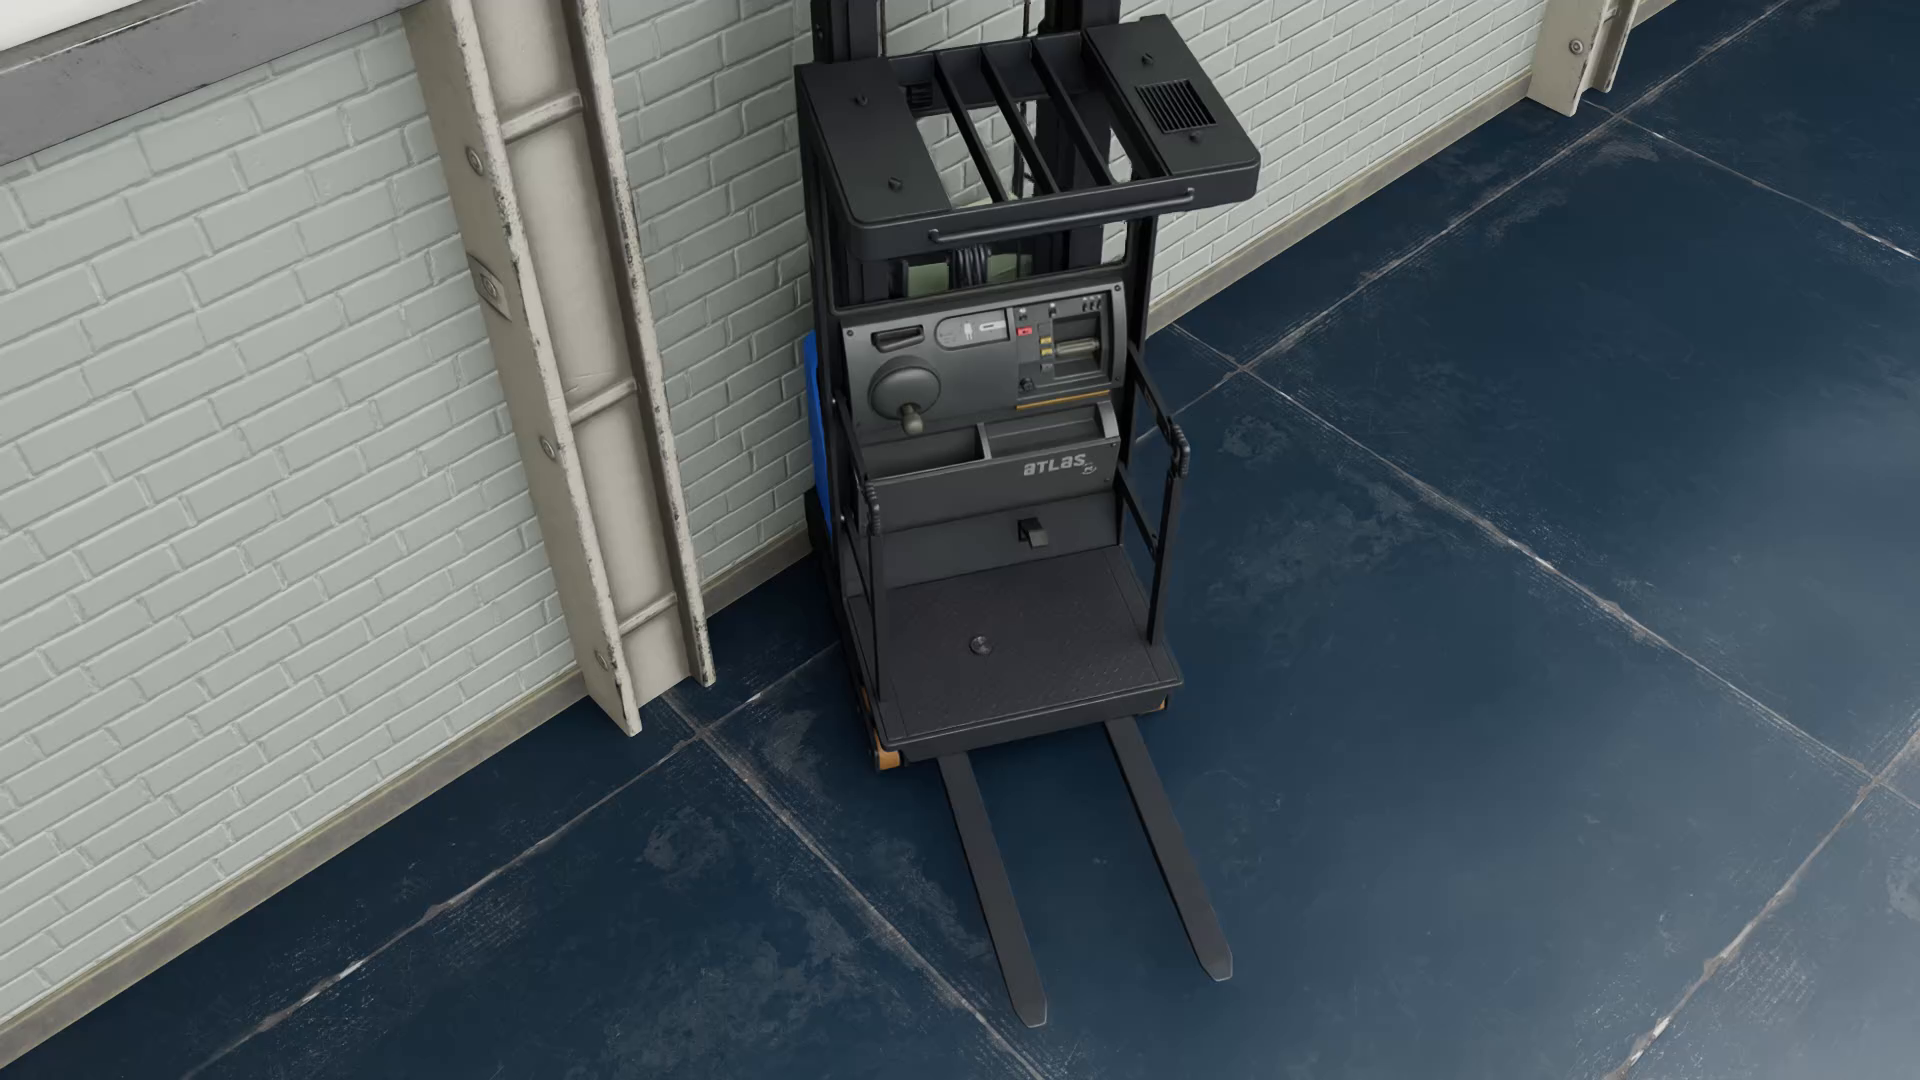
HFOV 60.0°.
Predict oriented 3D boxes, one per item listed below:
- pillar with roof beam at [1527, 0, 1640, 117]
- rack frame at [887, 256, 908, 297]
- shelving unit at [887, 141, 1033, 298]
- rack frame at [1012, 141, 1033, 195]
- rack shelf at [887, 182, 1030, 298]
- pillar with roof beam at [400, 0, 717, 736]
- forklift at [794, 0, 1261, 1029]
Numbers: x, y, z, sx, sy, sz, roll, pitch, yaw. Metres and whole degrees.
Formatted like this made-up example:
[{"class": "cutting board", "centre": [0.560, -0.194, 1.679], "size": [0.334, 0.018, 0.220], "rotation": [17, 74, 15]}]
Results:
[{"class": "pillar with roof beam", "centre": [6.172, -3.136, 3.521], "size": [0.400, 9.000, 9.100], "rotation": [-34, 56, -27]}, {"class": "rack frame", "centre": [-0.311, -0.516, 6.116], "size": [0.023, 1.500, 0.400], "rotation": [-25, 51, -24]}, {"class": "shelving unit", "centre": [-0.007, -0.655, 6.265], "size": [0.755, 1.500, 0.431], "rotation": [-25, 51, -24]}, {"class": "rack frame", "centre": [0.297, -0.794, 6.414], "size": [0.023, 1.500, 0.400], "rotation": [-25, 51, -24]}, {"class": "rack shelf", "centre": [0.004, -0.929, 5.987], "size": [0.720, 0.370, 0.431], "rotation": [-25, 51, -24]}, {"class": "pillar with roof beam", "centre": [1.733, -0.170, 0.784], "size": [0.400, 9.000, 9.100], "rotation": [-34, 56, -27]}, {"class": "forklift", "centre": [0.144, -0.491, 5.209], "size": [1.130, 2.935, 3.031], "rotation": [-11, 48, -10]}]
